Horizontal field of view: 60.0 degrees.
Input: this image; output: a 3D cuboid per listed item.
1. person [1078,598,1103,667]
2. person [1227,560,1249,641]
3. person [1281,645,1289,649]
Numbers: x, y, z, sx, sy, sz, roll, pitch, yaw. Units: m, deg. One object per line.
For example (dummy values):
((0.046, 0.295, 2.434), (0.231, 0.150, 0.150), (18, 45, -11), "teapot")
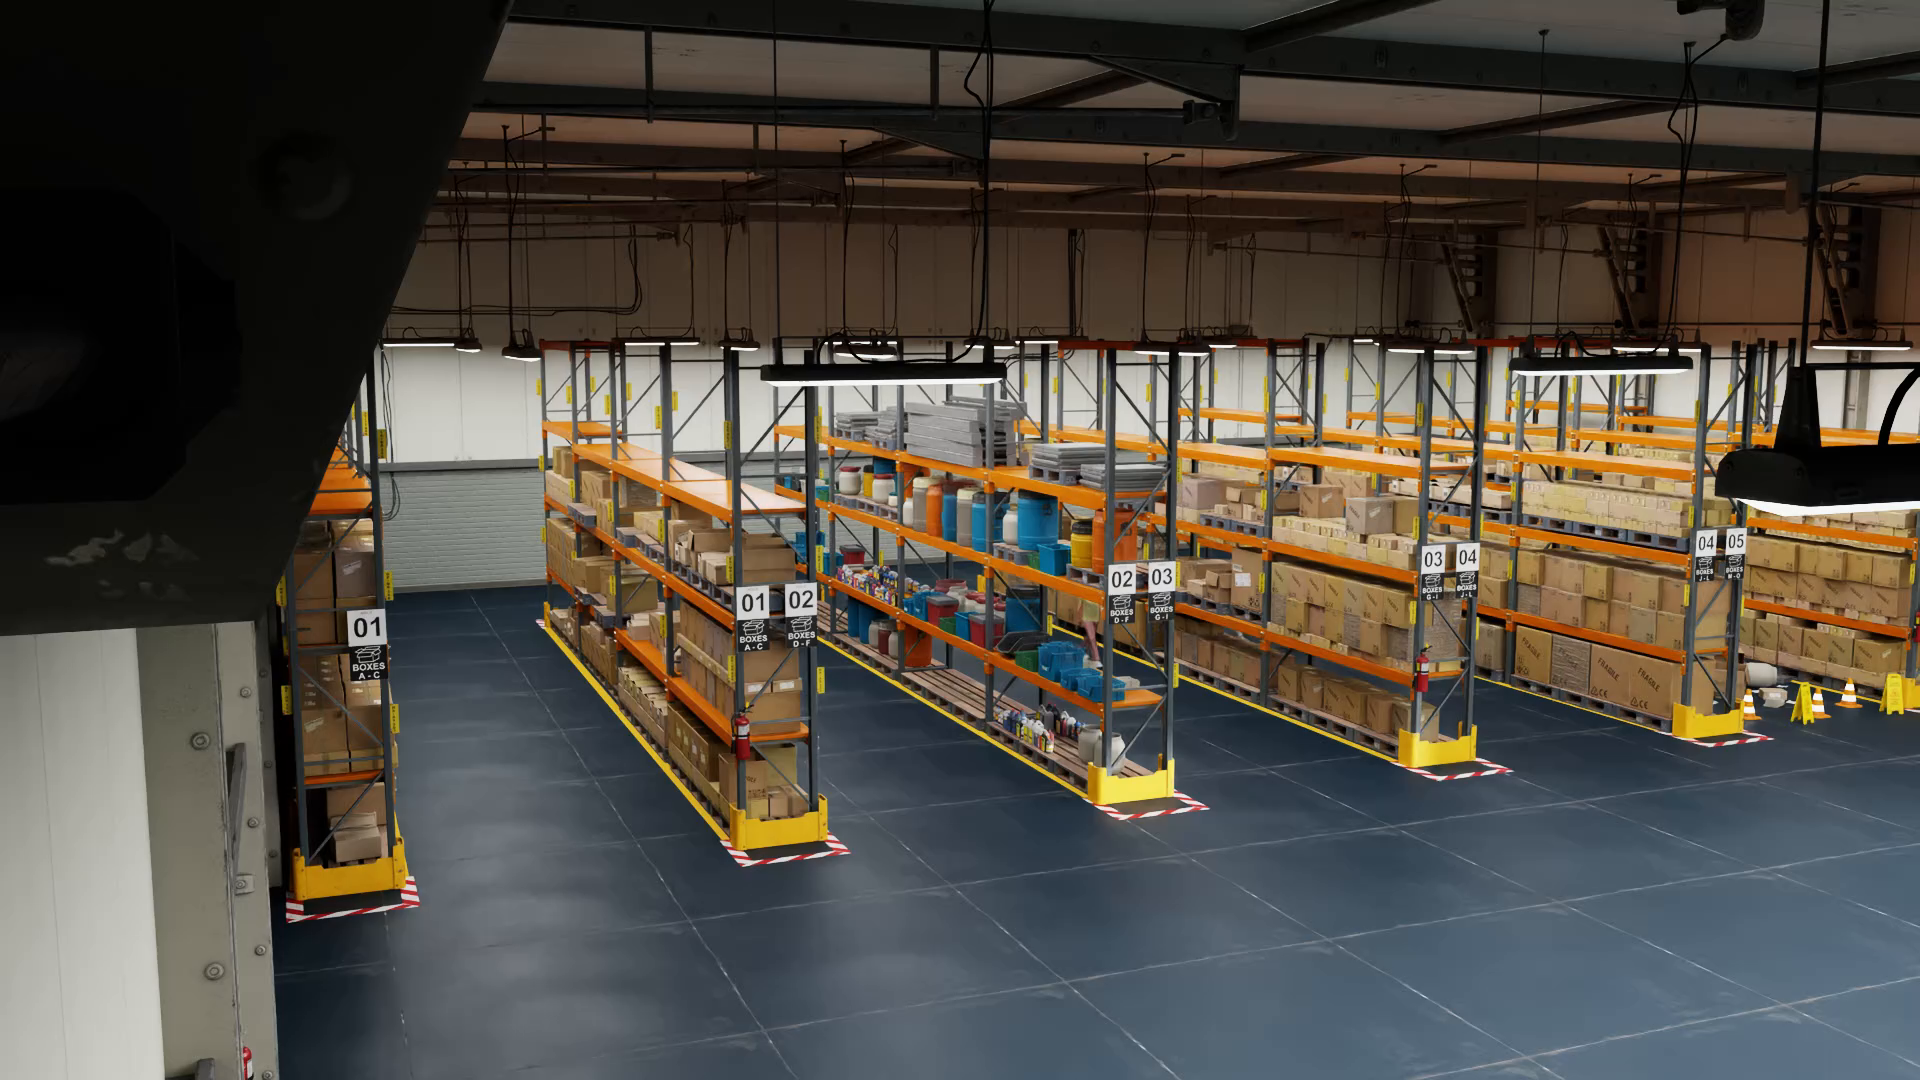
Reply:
((2.475, 1.496, 30.942), (0.448, 1.611, 1.058), (-3, 8, -25), "person")
((5.408, 1.192, 33.248), (0.575, 1.622, 1.056), (-4, 8, -25), "person")
((6.471, 1.313, 32.353), (0.541, 1.662, 0.512), (-3, 8, -19), "person")
